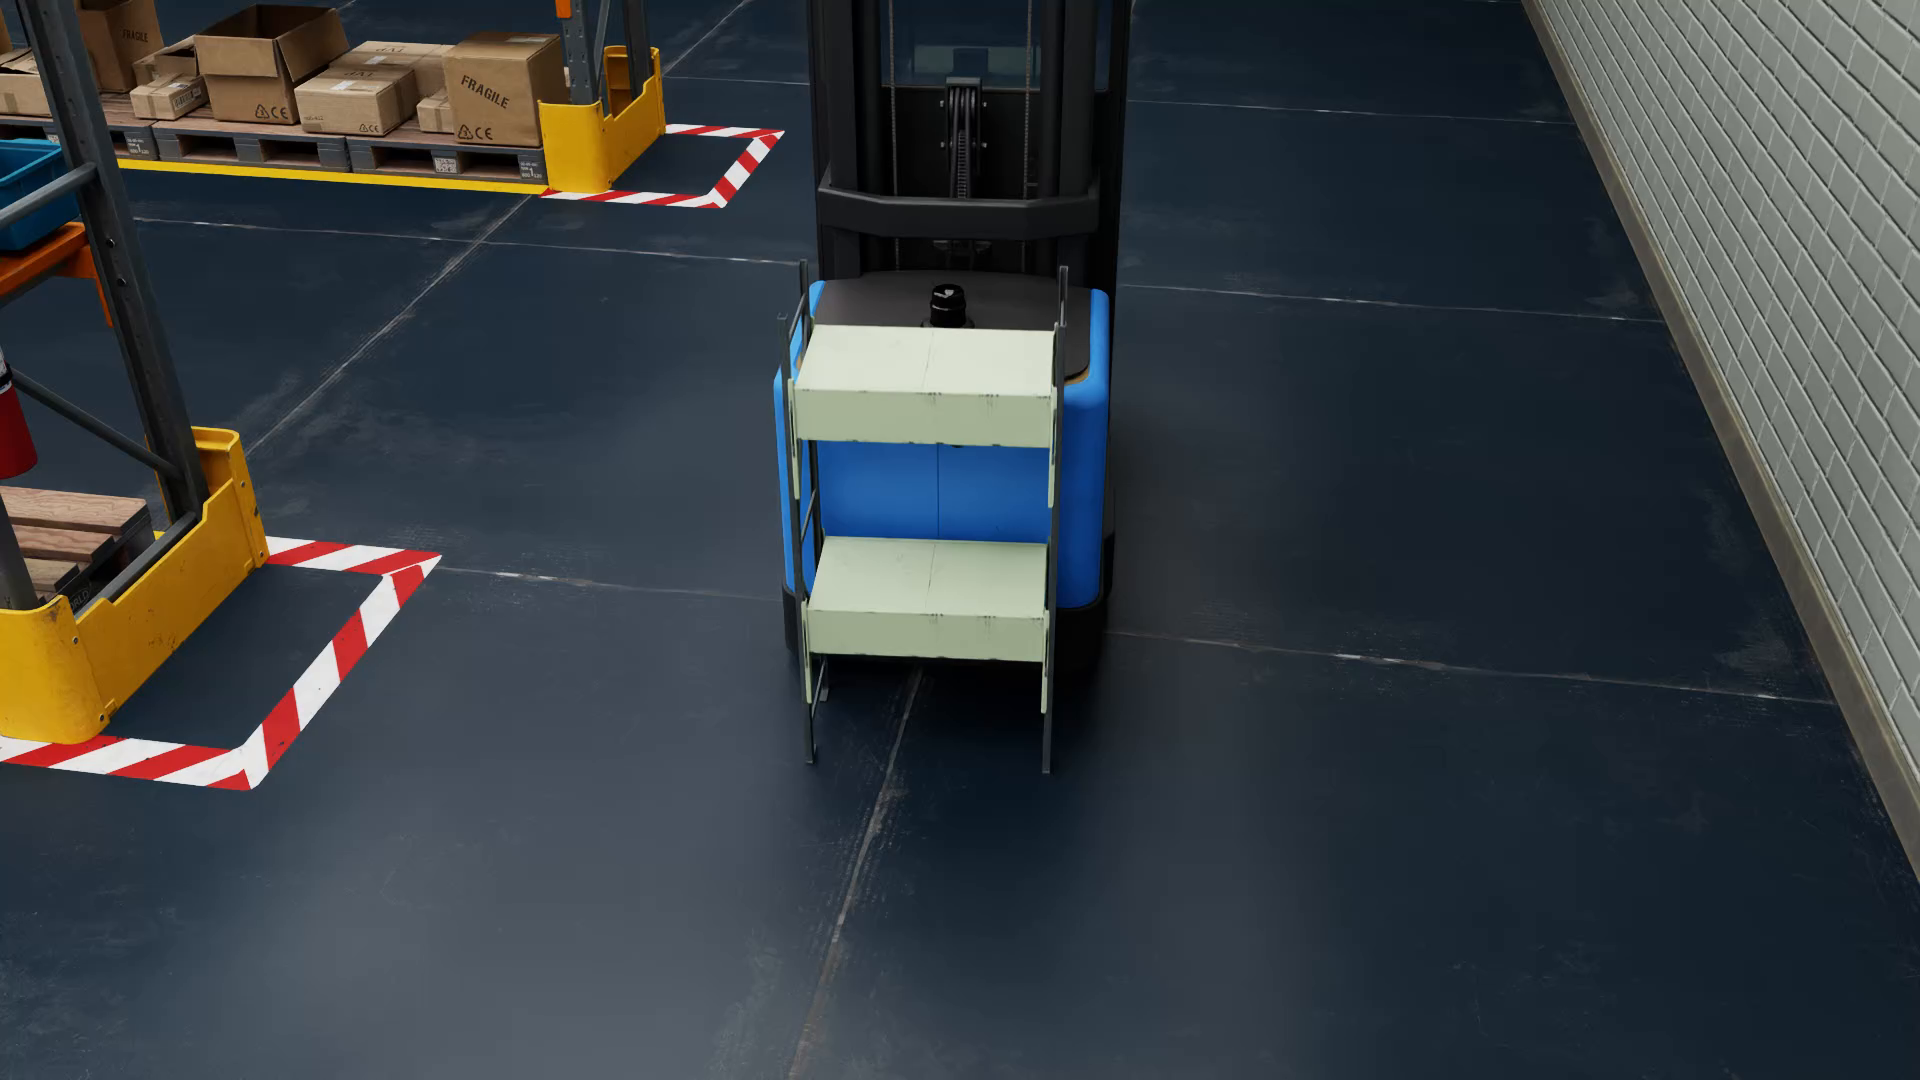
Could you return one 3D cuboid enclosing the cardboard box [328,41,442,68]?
[{"bbox_3d":[-3.474,-2.837,10.132,0.500,0.250,0.500,5,32,8],"label":"cardboard box"}]

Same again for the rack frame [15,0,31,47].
[{"bbox_3d":[-5.943,-3.887,9.632,0.127,3.000,1.000,5,32,8],"label":"rack frame"}]

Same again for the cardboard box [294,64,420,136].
[{"bbox_3d":[-3.509,-2.571,9.707,0.500,0.250,0.500,5,32,8],"label":"cardboard box"}]

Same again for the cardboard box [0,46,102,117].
[{"bbox_3d":[-5.565,-2.783,9.988,0.500,0.311,0.500,5,32,8],"label":"cardboard box"}]

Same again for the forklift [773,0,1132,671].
[{"bbox_3d":[0.047,-1.572,5.999,1.130,2.935,3.031,2,32,4],"label":"forklift"}]

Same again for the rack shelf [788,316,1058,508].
[{"bbox_3d":[-0.088,-0.366,4.686,0.720,0.370,0.431,2,32,3],"label":"rack shelf"}]

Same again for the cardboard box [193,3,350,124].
[{"bbox_3d":[-4.090,-2.850,9.914,0.637,0.503,0.797,5,32,8],"label":"cardboard box"}]

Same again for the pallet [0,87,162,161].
[{"bbox_3d":[-5.266,-2.643,10.273,1.213,0.211,1.003,5,32,8],"label":"pallet"}]

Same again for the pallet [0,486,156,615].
[{"bbox_3d":[-3.643,0.149,5.813,1.213,0.211,1.003,5,32,8],"label":"pallet"}]

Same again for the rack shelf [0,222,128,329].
[{"bbox_3d":[-4.808,-0.813,5.400,4.000,0.370,1.077,5,32,8],"label":"rack shelf"}]

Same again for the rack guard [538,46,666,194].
[{"bbox_3d":[-2.075,-2.477,9.736,0.348,0.500,1.175,5,32,8],"label":"rack guard"}]

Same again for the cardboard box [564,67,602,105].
[{"bbox_3d":[-2.355,-2.725,10.048,0.250,0.149,0.380,5,32,8],"label":"cardboard box"}]

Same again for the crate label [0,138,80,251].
[{"bbox_3d":[-3.025,-1.088,5.262,0.303,0.233,0.416,5,32,8],"label":"crate label"}]

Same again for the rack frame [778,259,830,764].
[{"bbox_3d":[-0.453,-0.049,4.914,0.023,1.500,0.400,2,32,3],"label":"rack frame"}]

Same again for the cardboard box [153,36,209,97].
[{"bbox_3d":[-4.594,-2.964,10.278,0.500,0.311,0.500,5,32,8],"label":"cardboard box"}]

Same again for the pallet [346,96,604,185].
[{"bbox_3d":[-2.861,-2.425,9.925,1.213,0.211,1.003,5,32,8],"label":"pallet"}]

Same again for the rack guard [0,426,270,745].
[{"bbox_3d":[-2.811,0.116,5.594,0.348,0.500,1.175,5,32,8],"label":"rack guard"}]

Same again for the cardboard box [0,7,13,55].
[{"bbox_3d":[-6.379,-3.184,10.451,0.500,0.500,0.500,4,32,6],"label":"cardboard box"}]

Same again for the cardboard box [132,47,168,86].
[{"bbox_3d":[-4.954,-2.960,10.424,0.250,0.149,0.380,5,32,8],"label":"cardboard box"}]

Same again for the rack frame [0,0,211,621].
[{"bbox_3d":[-2.837,-0.939,4.924,0.127,3.000,1.000,5,32,8],"label":"rack frame"}]

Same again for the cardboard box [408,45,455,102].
[{"bbox_3d":[-2.981,-2.792,10.061,0.500,0.250,0.500,5,32,8],"label":"cardboard box"}]

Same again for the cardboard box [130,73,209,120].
[{"bbox_3d":[-4.711,-2.650,9.912,0.250,0.166,0.380,5,32,8],"label":"cardboard box"}]

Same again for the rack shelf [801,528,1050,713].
[{"bbox_3d":[-0.088,0.240,5.066,0.720,0.370,0.431,2,32,3],"label":"rack shelf"}]

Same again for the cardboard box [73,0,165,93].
[{"bbox_3d":[-5.333,-3.111,10.335,0.500,0.500,0.500,5,32,8],"label":"cardboard box"}]

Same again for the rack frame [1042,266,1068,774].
[{"bbox_3d":[0.277,-0.023,4.873,0.023,1.500,0.400,2,32,3],"label":"rack frame"}]

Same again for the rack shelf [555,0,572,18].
[{"bbox_3d":[-3.971,-3.403,9.538,4.000,0.370,1.077,5,32,8],"label":"rack shelf"}]

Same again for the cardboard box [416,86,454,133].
[{"bbox_3d":[-2.961,-2.518,9.702,0.250,0.166,0.380,5,32,8],"label":"cardboard box"}]

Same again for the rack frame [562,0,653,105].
[{"bbox_3d":[-2.000,-3.530,9.062,0.127,3.000,1.000,5,32,8],"label":"rack frame"}]

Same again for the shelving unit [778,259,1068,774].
[{"bbox_3d":[-0.088,-0.036,4.893,0.755,1.500,0.431,2,32,3],"label":"shelving unit"}]

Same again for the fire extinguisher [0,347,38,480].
[{"bbox_3d":[-2.765,-0.497,4.642,0.183,0.674,0.296,5,32,8],"label":"fire extinguisher"}]

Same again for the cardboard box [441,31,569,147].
[{"bbox_3d":[-2.577,-2.576,9.480,0.500,0.500,0.500,5,32,8],"label":"cardboard box"}]

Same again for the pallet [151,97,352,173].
[{"bbox_3d":[-4.060,-2.535,10.101,1.213,0.211,1.003,5,32,8],"label":"pallet"}]
